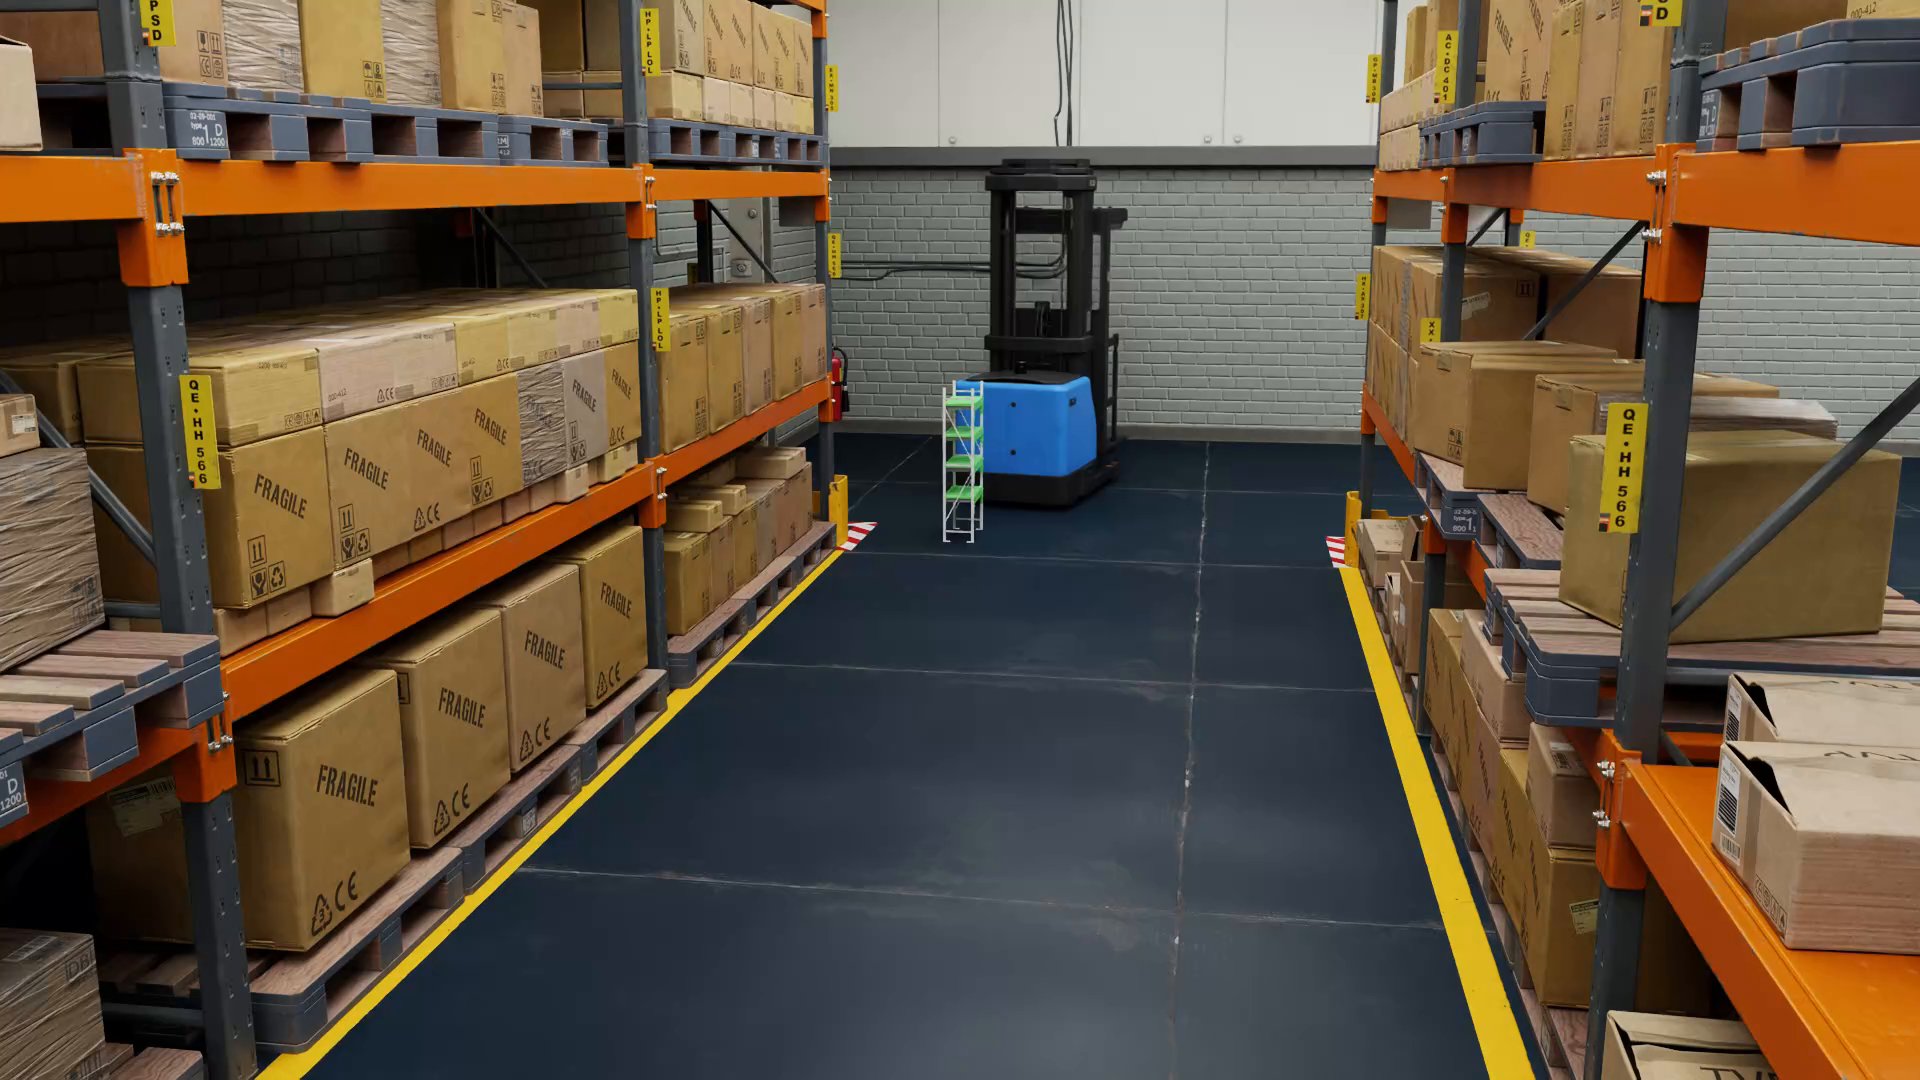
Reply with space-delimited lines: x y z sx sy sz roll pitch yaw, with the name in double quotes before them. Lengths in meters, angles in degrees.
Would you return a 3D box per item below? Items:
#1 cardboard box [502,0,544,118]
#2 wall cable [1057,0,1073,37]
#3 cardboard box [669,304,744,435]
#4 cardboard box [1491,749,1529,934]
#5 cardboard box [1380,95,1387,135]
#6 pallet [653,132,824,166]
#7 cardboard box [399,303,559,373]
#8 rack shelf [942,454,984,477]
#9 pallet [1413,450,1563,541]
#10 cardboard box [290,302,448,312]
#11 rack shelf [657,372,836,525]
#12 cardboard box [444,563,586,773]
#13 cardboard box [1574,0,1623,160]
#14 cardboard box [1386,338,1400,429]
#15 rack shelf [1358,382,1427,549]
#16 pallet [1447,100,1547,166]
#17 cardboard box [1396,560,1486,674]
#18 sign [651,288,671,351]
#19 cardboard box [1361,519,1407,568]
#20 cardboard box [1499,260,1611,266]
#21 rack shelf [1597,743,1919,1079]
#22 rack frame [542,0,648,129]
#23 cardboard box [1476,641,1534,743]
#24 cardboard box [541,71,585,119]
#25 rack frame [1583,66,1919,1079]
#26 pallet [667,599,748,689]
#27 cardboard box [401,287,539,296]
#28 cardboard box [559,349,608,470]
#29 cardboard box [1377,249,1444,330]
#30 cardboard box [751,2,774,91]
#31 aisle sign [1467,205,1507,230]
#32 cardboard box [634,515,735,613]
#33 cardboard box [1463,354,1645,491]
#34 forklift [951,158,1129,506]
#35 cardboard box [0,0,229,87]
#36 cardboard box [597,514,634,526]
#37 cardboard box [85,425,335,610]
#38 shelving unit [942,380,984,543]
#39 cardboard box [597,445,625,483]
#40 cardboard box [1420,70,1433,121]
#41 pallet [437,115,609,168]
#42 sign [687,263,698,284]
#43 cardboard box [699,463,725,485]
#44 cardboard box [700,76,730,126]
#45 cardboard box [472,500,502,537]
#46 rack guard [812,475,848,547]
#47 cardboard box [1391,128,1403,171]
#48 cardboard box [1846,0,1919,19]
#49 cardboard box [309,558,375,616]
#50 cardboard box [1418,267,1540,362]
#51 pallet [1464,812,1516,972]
"cardboard box" -2.333 -2.178 7.577 0.700 0.500 0.500 1 12 6
"wall cable" 2.423 -6.422 16.813 3.097 2.526 0.112 2 12 9
"cardboard box" -1.872 -1.038 9.978 0.980 0.700 0.700 2 12 7
"cardboard box" 2.183 1.062 5.834 0.500 0.500 0.500 1 12 7
"cardboard box" 3.086 -2.839 11.096 0.500 0.250 0.500 2 12 9
"pallet" -1.577 -2.728 11.623 1.003 0.211 1.213 2 12 9
"cardboard box" -2.074 -0.880 7.186 0.500 0.250 0.500 2 12 10
"rack shelf" 0.025 -0.559 13.040 0.258 0.148 0.480 2 12 9
"pallet" 2.576 -0.211 7.307 1.003 0.211 1.213 2 12 9
"cardboard box" -2.563 -0.897 7.264 0.500 0.250 0.500 1 12 7
"rack shelf" -1.781 -0.692 10.791 1.077 0.370 4.000 2 12 9
"cardboard box" -2.194 0.543 7.459 0.750 0.750 0.750 2 12 10
"cardboard box" 2.304 -1.348 4.771 0.910 0.500 0.500 2 12 9
"cardboard box" 2.860 -0.949 10.041 0.500 0.500 0.500 2 12 9
"rack shelf" 3.114 -0.532 10.050 1.077 0.370 4.000 2 12 9
"pallet" 2.480 -1.492 6.125 1.213 0.211 1.003 2 12 9
"cardboard box" 2.614 0.412 8.853 0.500 0.500 0.500 2 12 9
"sign" -1.551 -1.139 8.598 0.100 0.325 0.005 2 12 9
"cardboard box" 2.981 0.037 11.184 0.500 0.250 0.500 2 12 9
"cardboard box" 3.315 -1.309 9.334 0.500 0.500 0.500 2 12 7
"rack shelf" 1.884 1.133 2.323 1.077 0.370 4.000 2 12 9
"rack frame" -2.089 -3.560 8.152 1.000 3.000 0.127 2 12 9
"cardboard box" 2.261 0.578 6.299 0.500 0.250 0.500 2 12 8
"cardboard box" -2.215 -2.424 9.125 0.500 0.250 0.500 2 12 9
"rack frame" 2.191 0.365 4.179 1.000 3.000 0.127 2 12 9
"pallet" -1.894 0.580 9.800 1.003 0.211 1.213 2 12 9
"cardboard box" -2.417 -1.111 8.256 0.500 0.250 0.500 2 12 10
"cardboard box" -1.979 -0.620 7.762 0.500 0.500 0.500 2 12 9
"cardboard box" 3.020 -1.645 10.895 0.500 0.500 0.500 2 12 9
"cardboard box" -1.476 -3.100 10.478 0.500 0.500 0.500 1 12 6
"aisle sign" 3.735 -2.575 11.652 0.394 0.787 0.004 2 12 9
"cardboard box" -1.792 0.133 10.194 0.700 0.500 0.500 2 12 8
"cardboard box" 2.470 -0.485 6.890 0.700 0.500 0.500 4 13 18
"forklift" 0.890 -1.991 15.275 1.130 2.935 3.031 4 13 19
"cardboard box" -2.688 -1.626 5.015 0.700 0.500 0.500 1 12 4
"cardboard box" -2.091 -0.056 9.531 0.380 0.149 0.250 2 12 8
"cardboard box" -2.376 -0.091 5.307 0.500 0.500 0.500 2 12 10
"shelving unit" 0.025 -0.621 13.027 0.258 1.200 0.503 2 12 9
"cardboard box" -1.876 -0.381 8.192 0.380 0.149 0.250 2 12 10
"cardboard box" 2.693 -2.319 8.683 0.500 0.250 0.500 2 12 9
"pallet" -2.181 -1.808 7.595 0.805 0.209 1.217 1 12 6
"sign" -2.021 -1.941 12.637 0.100 0.325 0.005 2 12 9
"cardboard box" -1.815 -0.433 11.281 0.380 0.149 0.250 2 12 9
"cardboard box" -1.630 -2.515 9.547 0.500 0.250 0.500 2 12 7
"cardboard box" -2.152 -0.117 6.964 0.380 0.149 0.250 2 12 10
"rack guard" -1.470 -0.243 12.934 1.175 0.500 0.348 2 12 9
"cardboard box" 2.927 -2.387 10.184 0.500 0.250 0.500 2 12 9
"cardboard box" 2.177 -1.137 3.388 0.500 0.250 0.500 1 12 4
"cardboard box" -2.253 0.153 5.714 0.380 0.149 0.250 2 12 10
"cardboard box" 2.629 -1.119 8.454 0.500 0.500 0.500 2 12 9
"pallet" 2.534 1.321 6.363 1.003 0.211 1.213 2 12 9
